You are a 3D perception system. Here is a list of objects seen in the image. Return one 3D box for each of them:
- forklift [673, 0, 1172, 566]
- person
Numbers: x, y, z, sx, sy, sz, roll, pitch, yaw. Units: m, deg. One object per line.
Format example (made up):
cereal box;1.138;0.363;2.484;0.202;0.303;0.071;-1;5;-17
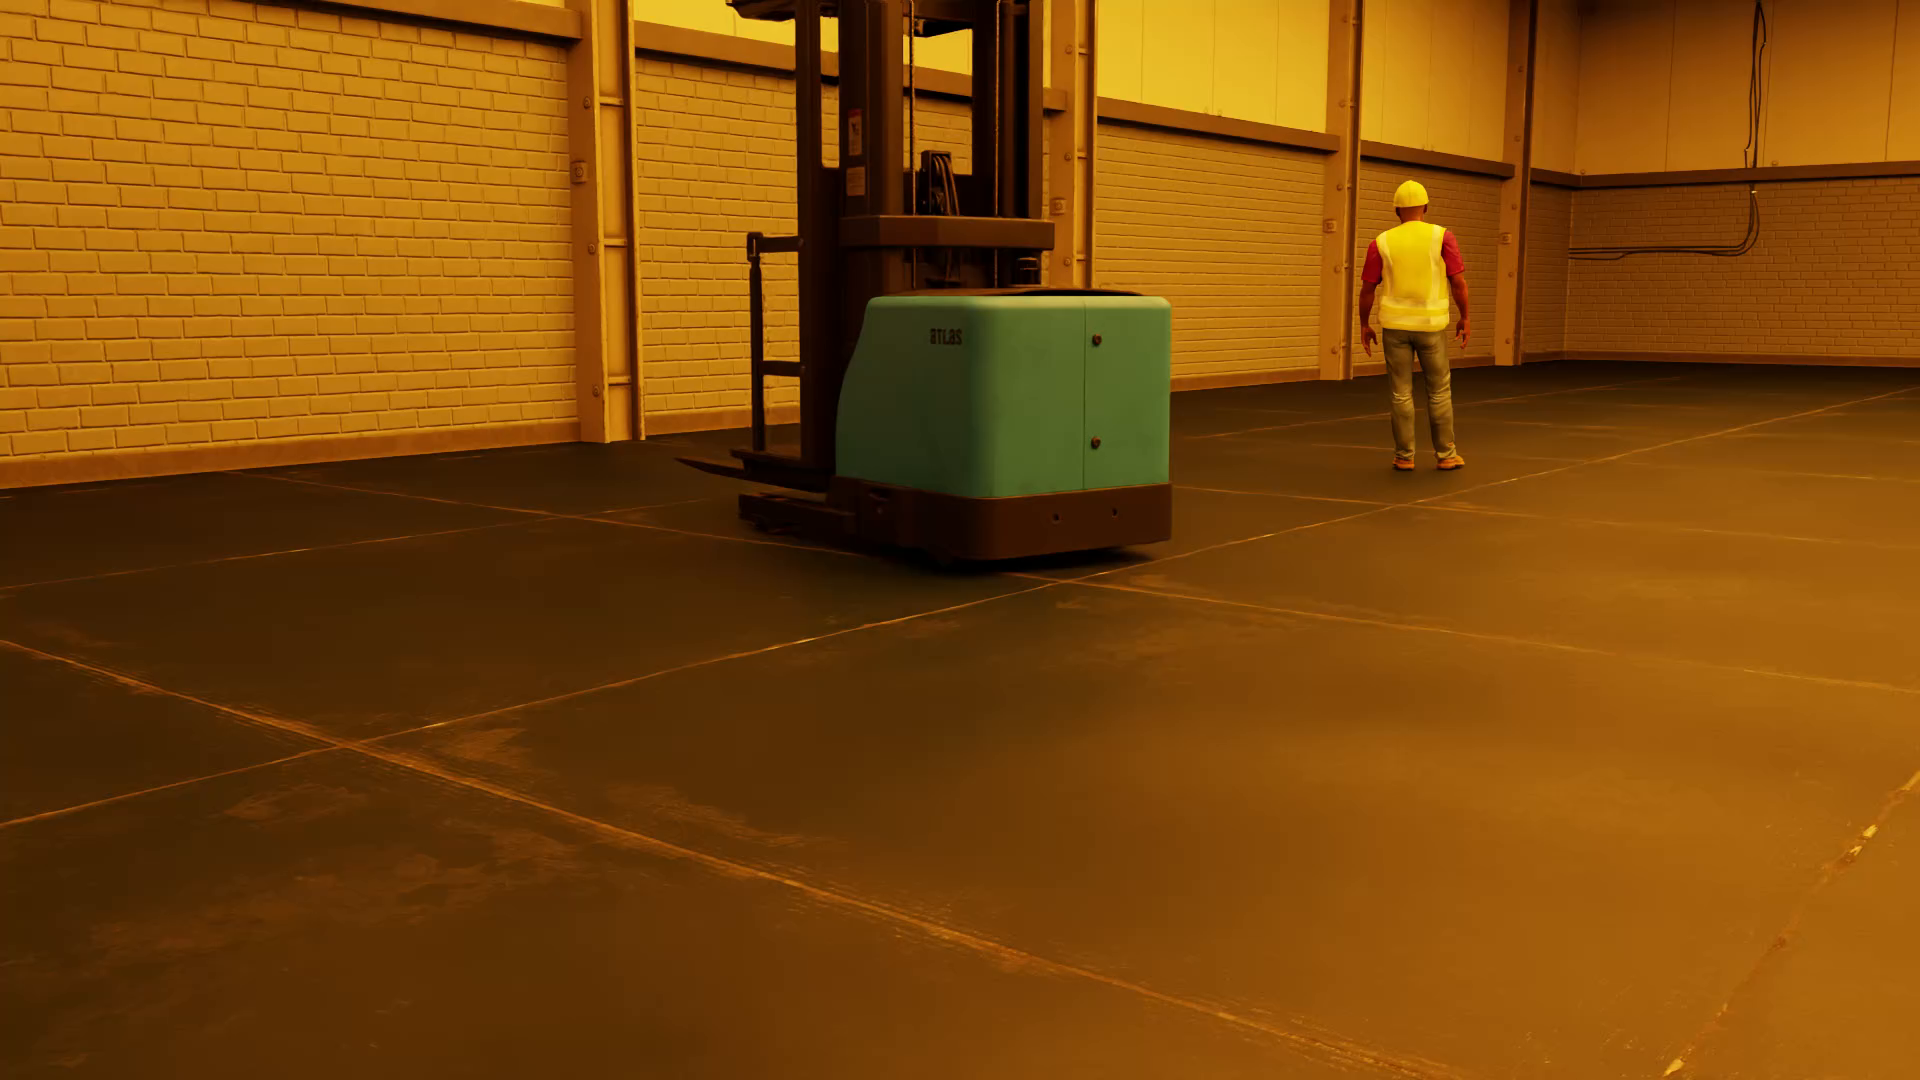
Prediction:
forklift;-0.380;-1.517;7.651;1.130;2.935;3.031;-6;10;-35
person;2.827;-1.328;10.331;0.666;1.765;0.578;3;9;20
